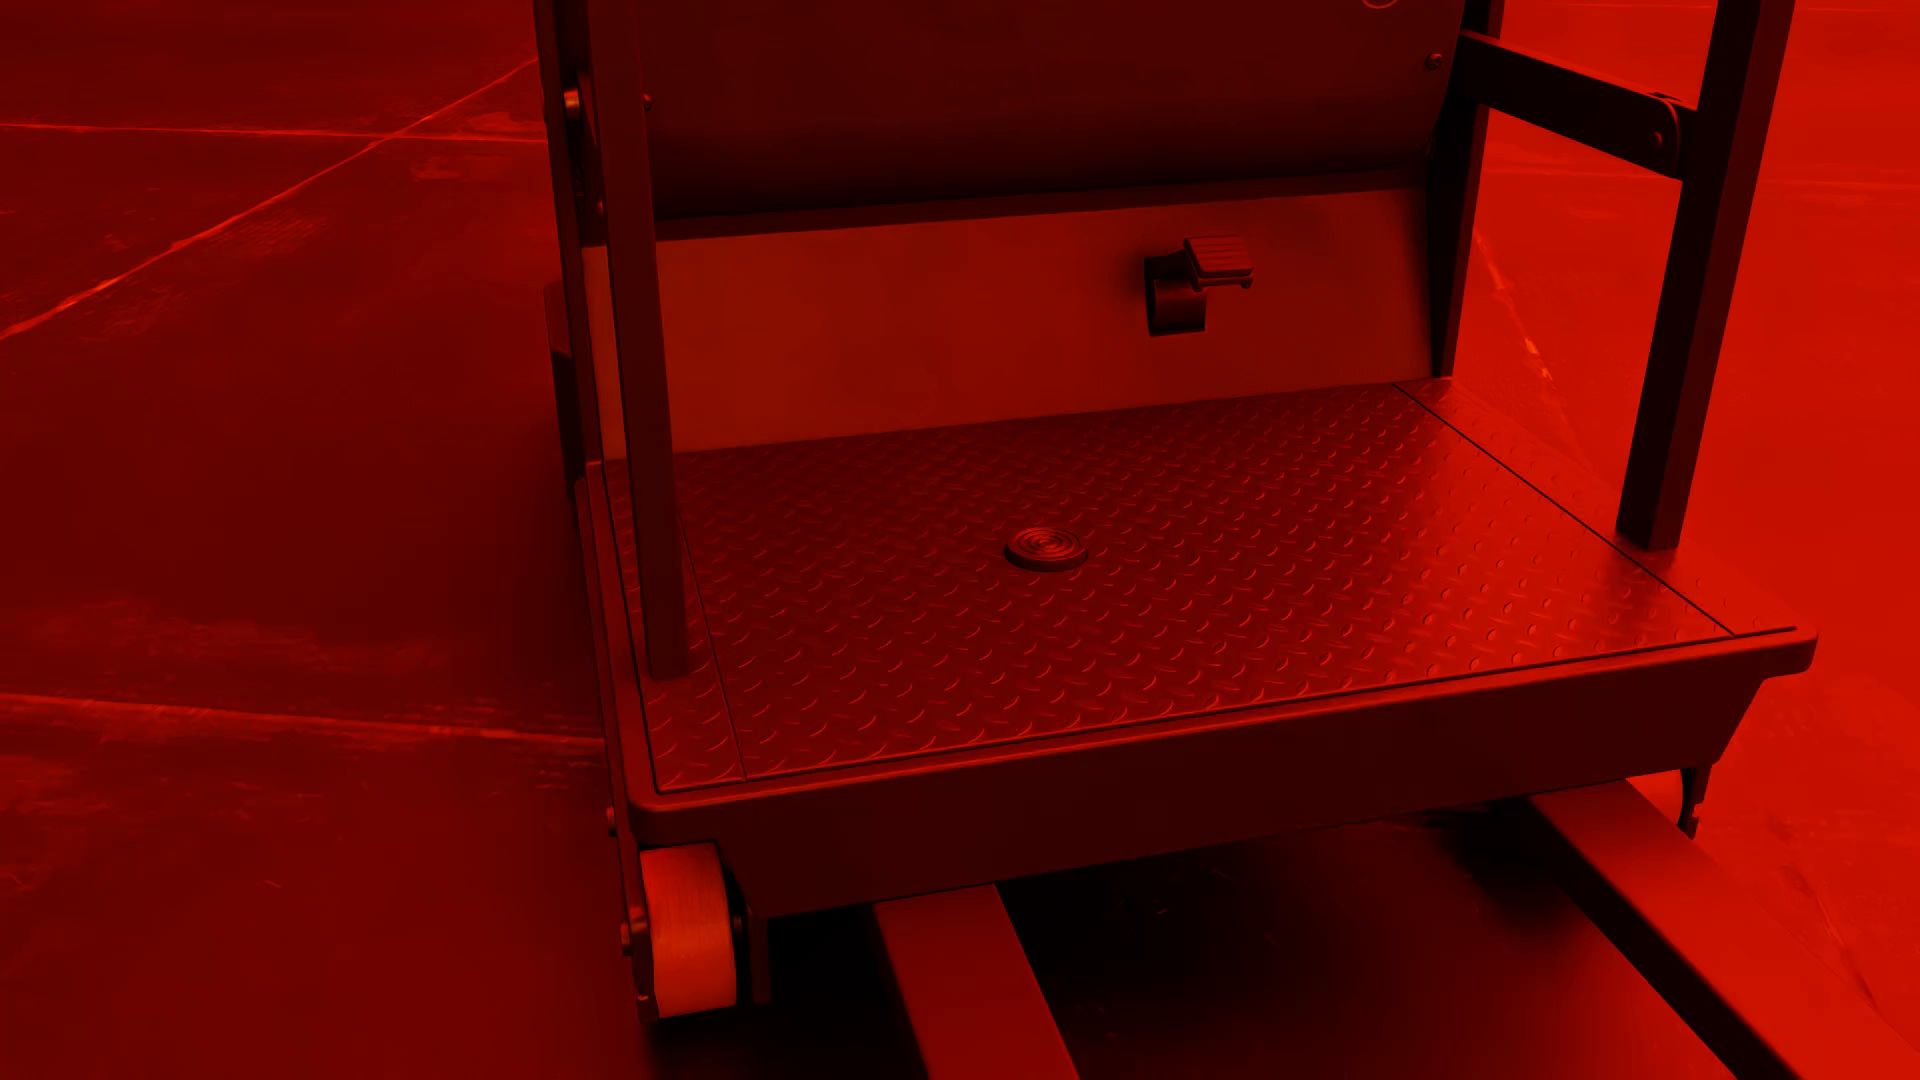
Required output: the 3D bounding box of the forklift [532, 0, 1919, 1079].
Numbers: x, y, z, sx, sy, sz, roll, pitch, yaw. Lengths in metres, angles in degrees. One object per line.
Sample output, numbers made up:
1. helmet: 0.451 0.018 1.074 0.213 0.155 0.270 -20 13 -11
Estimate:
1. forklift: 0.153 -1.049 1.319 1.130 2.935 3.031 -7 27 -13
